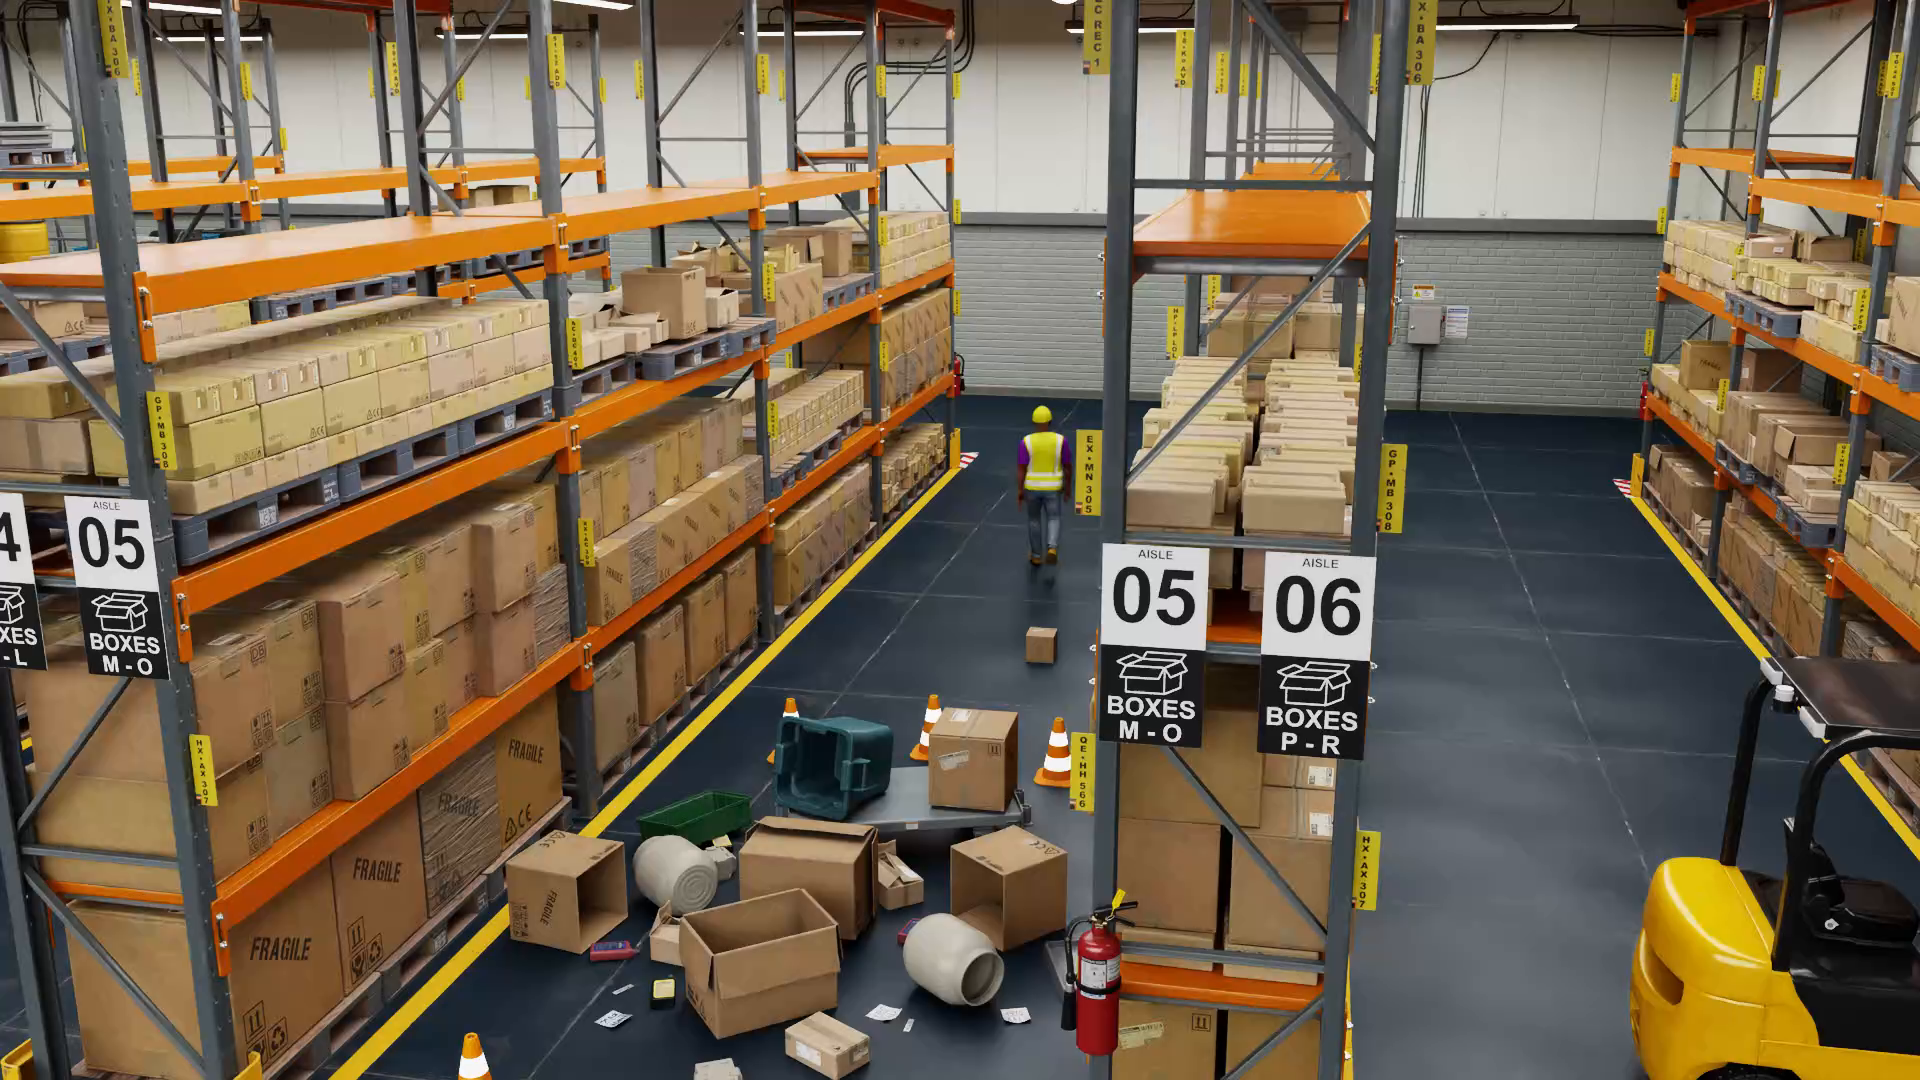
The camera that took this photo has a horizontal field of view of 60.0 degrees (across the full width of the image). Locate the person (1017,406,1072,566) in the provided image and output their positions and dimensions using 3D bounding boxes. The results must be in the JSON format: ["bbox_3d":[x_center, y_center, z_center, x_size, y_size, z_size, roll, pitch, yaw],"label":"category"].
[{"bbox_3d":[0.890,-0.554,17.564,0.579,1.743,0.839,0,15,0],"label":"person"}]
